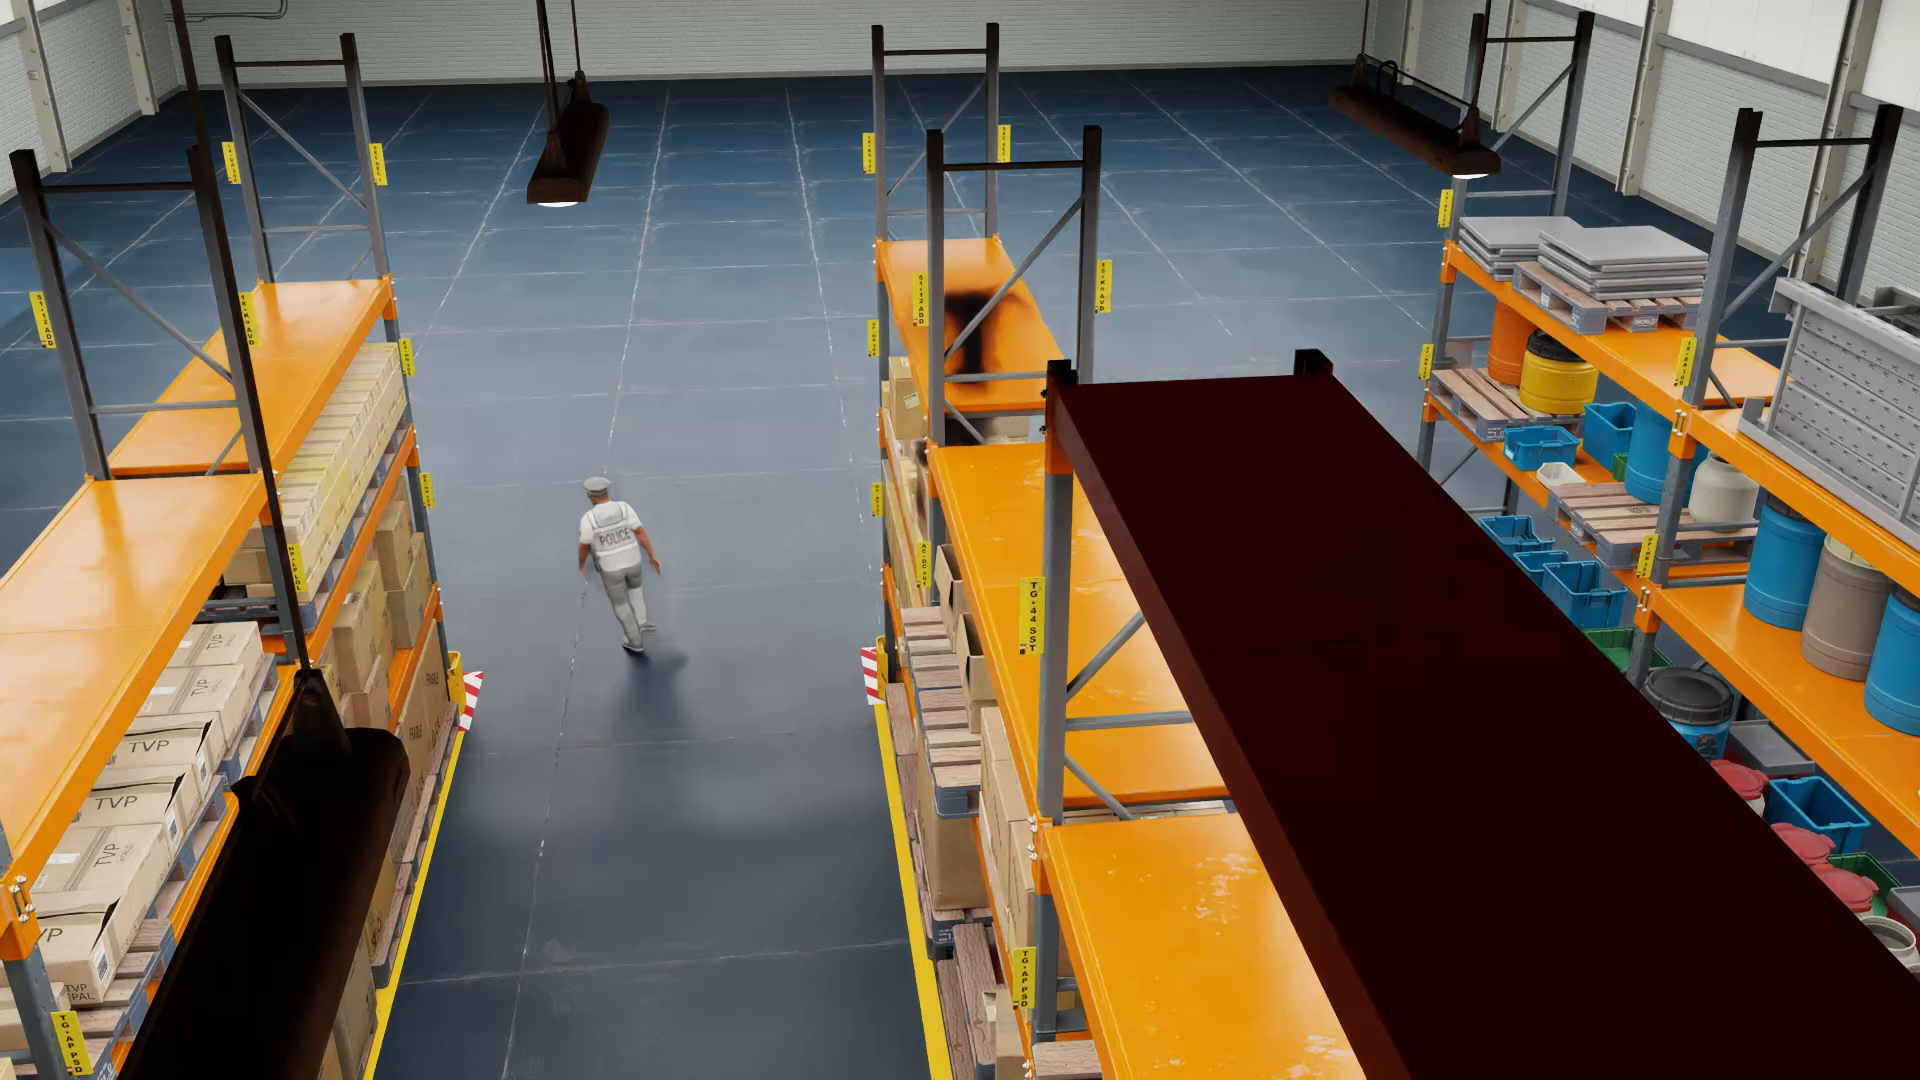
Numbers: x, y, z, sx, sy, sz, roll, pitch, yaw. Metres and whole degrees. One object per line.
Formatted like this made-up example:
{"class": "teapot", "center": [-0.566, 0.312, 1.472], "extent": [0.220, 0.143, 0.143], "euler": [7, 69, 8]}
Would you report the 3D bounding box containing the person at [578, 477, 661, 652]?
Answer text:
{"class": "person", "center": [-3.314, 0.236, 16.042], "extent": [0.674, 1.701, 0.633], "euler": [-16, 30, -31]}
